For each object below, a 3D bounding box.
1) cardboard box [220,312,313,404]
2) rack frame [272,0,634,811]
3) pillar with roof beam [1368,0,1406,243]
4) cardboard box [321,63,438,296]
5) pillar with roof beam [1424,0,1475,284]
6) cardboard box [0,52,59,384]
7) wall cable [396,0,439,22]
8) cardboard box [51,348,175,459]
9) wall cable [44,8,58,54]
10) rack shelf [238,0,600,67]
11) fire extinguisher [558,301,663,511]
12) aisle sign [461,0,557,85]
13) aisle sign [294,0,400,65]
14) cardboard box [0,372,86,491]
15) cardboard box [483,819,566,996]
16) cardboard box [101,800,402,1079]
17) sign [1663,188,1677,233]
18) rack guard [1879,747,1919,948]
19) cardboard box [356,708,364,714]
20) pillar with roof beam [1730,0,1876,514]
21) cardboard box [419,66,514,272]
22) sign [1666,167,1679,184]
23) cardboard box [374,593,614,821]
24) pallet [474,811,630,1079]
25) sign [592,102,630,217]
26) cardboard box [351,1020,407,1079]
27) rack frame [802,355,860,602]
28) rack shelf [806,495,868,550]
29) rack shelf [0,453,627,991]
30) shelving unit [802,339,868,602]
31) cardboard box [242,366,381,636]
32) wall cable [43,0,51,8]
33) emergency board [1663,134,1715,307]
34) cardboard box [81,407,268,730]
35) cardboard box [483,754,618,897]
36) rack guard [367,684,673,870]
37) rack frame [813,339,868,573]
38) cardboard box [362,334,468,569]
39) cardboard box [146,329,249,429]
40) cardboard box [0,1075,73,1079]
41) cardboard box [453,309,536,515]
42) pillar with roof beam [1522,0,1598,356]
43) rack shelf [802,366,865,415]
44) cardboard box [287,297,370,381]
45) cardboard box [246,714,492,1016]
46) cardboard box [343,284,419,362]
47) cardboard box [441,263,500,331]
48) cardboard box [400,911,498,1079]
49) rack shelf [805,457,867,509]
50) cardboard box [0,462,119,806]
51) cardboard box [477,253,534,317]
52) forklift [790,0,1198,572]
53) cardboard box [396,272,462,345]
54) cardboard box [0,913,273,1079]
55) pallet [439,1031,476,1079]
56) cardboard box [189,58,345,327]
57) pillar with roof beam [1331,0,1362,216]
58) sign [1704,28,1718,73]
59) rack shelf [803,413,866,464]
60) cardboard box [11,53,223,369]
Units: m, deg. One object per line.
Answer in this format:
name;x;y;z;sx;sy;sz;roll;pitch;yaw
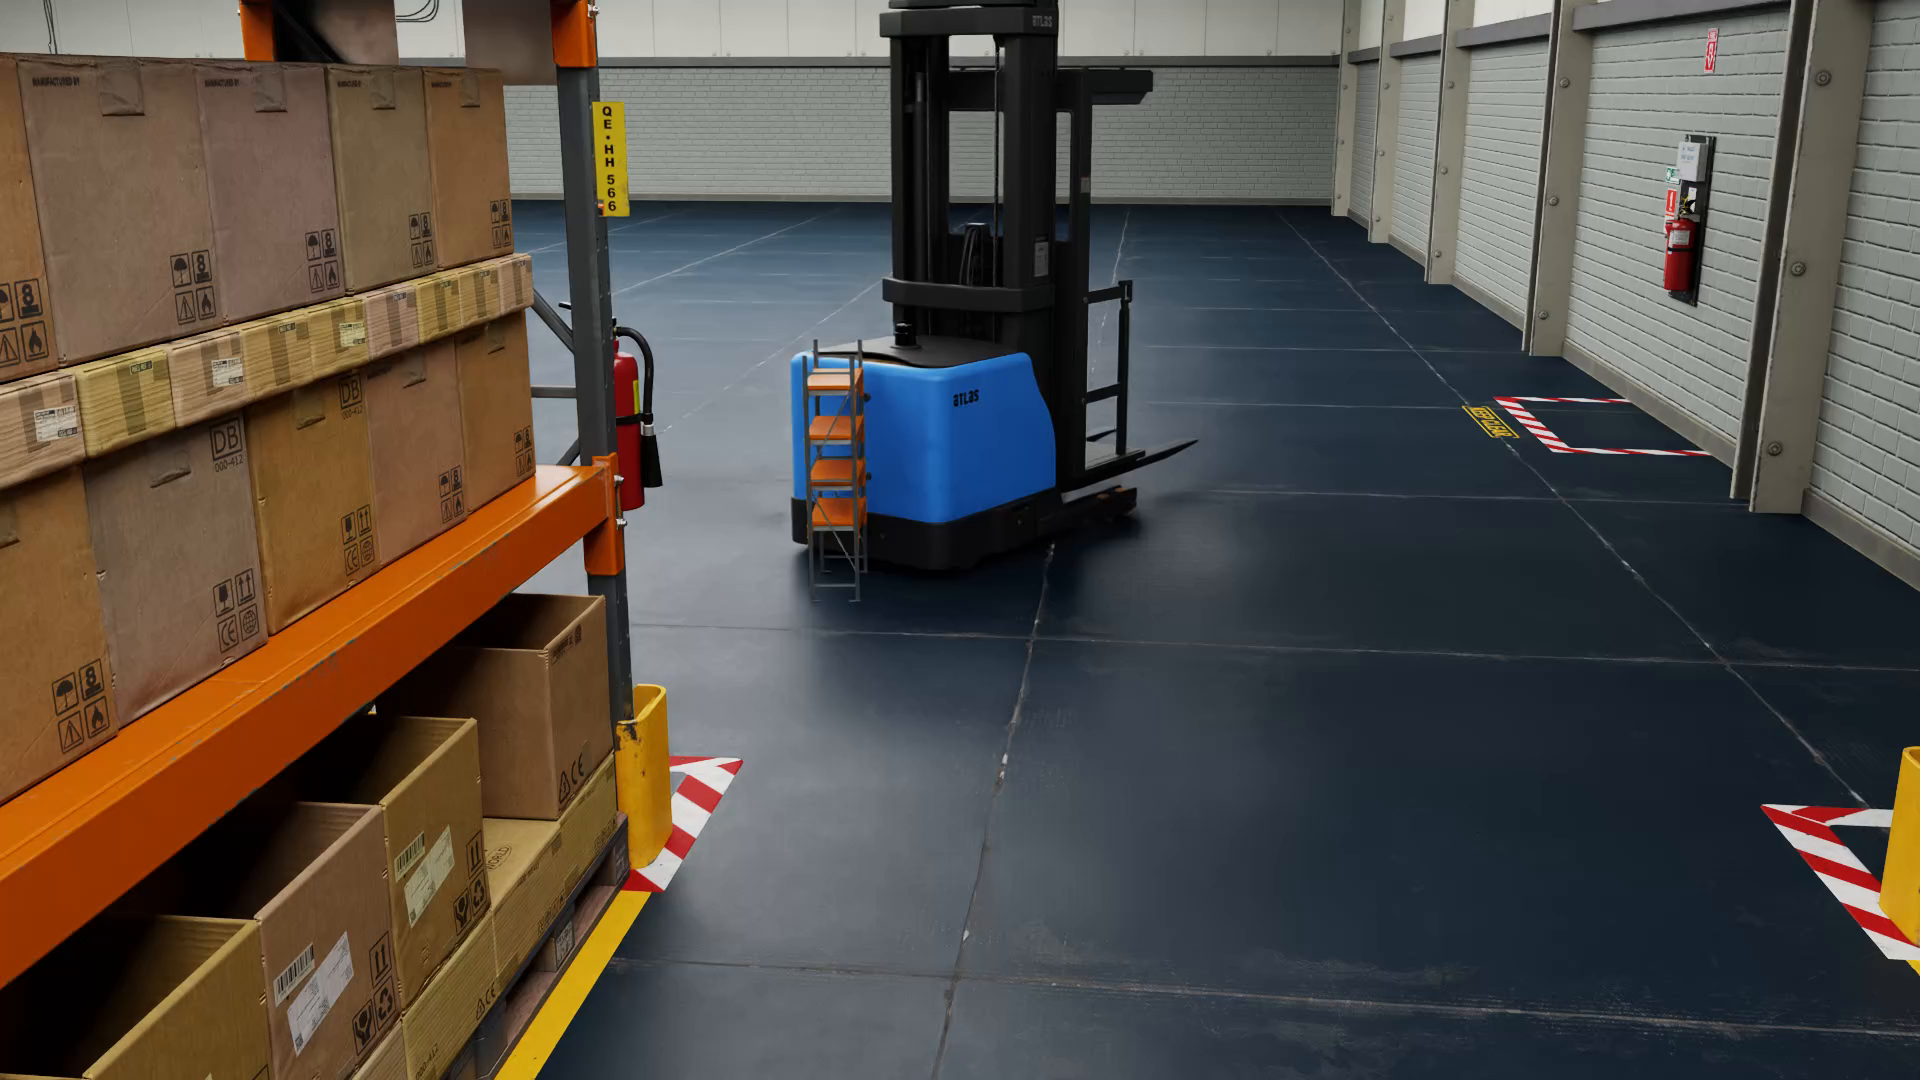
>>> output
cardboard box;-1.554;-0.374;3.364;0.380;0.149;0.250;2;15;8
rack frame;-1.556;-0.453;5.091;1.000;3.000;0.127;2;15;6
pillar with roof beam;2.578;-9.349;26.496;9.100;9.000;0.400;2;15;6
cardboard box;-1.681;-0.857;3.907;0.700;0.500;0.500;1;15;5
pillar with roof beam;1.901;-7.792;20.741;9.100;9.000;0.400;2;15;6
cardboard box;-1.850;-0.466;2.464;0.700;0.500;0.500;2;15;6
wall cable;-12.689;-13.789;36.401;2.305;6.003;0.169;2;15;6
cardboard box;-1.613;-0.243;2.880;0.380;0.149;0.250;2;15;6
wall cable;-22.120;-10.932;38.300;3.097;2.526;0.112;2;15;6
rack shelf;-1.781;-1.035;2.875;1.077;0.370;4.000;2;15;6
fire extinguisher;-1.081;-0.433;5.164;0.296;0.674;0.183;2;15;6
aisle sign;-1.256;-1.716;4.783;0.394;0.787;0.004;2;15;6
aisle sign;-1.852;-1.734;4.848;0.394;0.787;0.004;2;15;6
cardboard box;-1.643;-0.175;2.630;0.380;0.149;0.250;1;15;5
cardboard box;-1.367;0.949;4.368;0.500;0.250;0.500;2;15;6
cardboard box;-1.476;0.847;3.311;0.500;0.500;0.500;2;15;6
sign;5.306;-2.455;12.425;0.001;0.329;0.234;2;15;6
rack guard;3.358;0.918;4.809;1.175;0.500;0.348;2;15;6
cardboard box;-1.892;0.572;4.328;0.500;0.500;0.500;2;15;6
pillar with roof beam;0.547;-4.680;9.231;9.100;9.000;0.400;2;15;6
cardboard box;-1.627;-0.993;4.412;0.700;0.500;0.500;2;15;6
sign;5.297;-2.710;12.353;0.001;0.109;0.331;2;15;6
cardboard box;-1.320;0.457;4.751;0.500;0.500;0.500;2;15;6
pallet;-1.600;1.092;4.717;1.003;0.211;1.213;2;15;6
sign;-1.018;-1.107;4.837;0.100;0.325;0.005;2;15;6
cardboard box;-1.480;1.209;3.409;0.500;0.250;0.500;2;15;6
rack frame;-0.609;-0.280;7.893;0.240;1.200;0.015;0;16;1
rack shelf;-0.602;-0.090;8.200;0.258;0.148;0.480;0;16;1
rack shelf;-1.781;0.413;3.267;1.077;0.370;4.000;2;15;6
shelving unit;-0.604;-0.346;8.128;0.258;1.200;0.503;0;16;1
cardboard box;-1.737;-0.116;3.652;0.700;0.500;0.500;2;15;7
wall cable;-19.432;-13.290;37.346;3.097;2.526;0.112;2;15;6
emergency board;5.141;-2.297;11.911;0.194;1.169;0.643;2;15;6
cardboard box;-1.793;0.021;3.147;0.700;0.500;0.500;2;15;8
cardboard box;-1.322;0.819;4.849;0.500;0.250;0.500;2;15;6
rack guard;-1.553;0.747;5.441;1.175;0.500;0.348;2;15;6
rack frame;-0.599;-0.412;8.363;0.240;1.200;0.015;0;16;1
cardboard box;-1.675;-0.244;4.128;0.700;0.500;0.500;2;15;8
cardboard box;-1.582;-0.307;3.118;0.380;0.149;0.250;1;15;5
cardboard box;-1.595;1.106;2.352;0.500;0.500;0.500;2;15;6
cardboard box;-1.621;-0.381;4.632;0.700;0.500;0.500;2;15;6
pillar with roof beam;1.224;-6.236;14.986;9.100;9.000;0.400;2;15;6
rack shelf;-0.607;-0.724;8.021;0.258;0.148;0.480;0;16;1
cardboard box;-1.526;-0.442;3.617;0.380;0.149;0.250;2;15;8
cardboard box;-1.419;0.717;3.790;0.500;0.500;0.500;2;15;6
cardboard box;-1.497;-0.510;3.869;0.380;0.149;0.250;2;15;7
cardboard box;-1.437;-0.642;4.355;0.380;0.149;0.250;2;15;8
cardboard box;-1.422;1.079;3.888;0.500;0.250;0.500;2;15;6
rack shelf;-0.603;-0.281;8.146;0.258;0.148;0.480;0;16;1
cardboard box;-1.849;0.154;2.655;0.700;0.500;0.500;2;15;7
cardboard box;-1.409;-0.710;4.606;0.380;0.149;0.250;1;15;5
forklift;0.375;-1.582;9.398;1.130;2.935;3.031;11;19;35
cardboard box;-1.466;-0.576;4.110;0.380;0.149;0.250;1;15;5
cardboard box;-1.531;0.976;2.831;0.500;0.500;0.500;2;15;6
pallet;-1.740;1.408;3.550;1.003;0.211;1.213;2;15;6
cardboard box;-1.737;-0.726;3.423;0.700;0.500;0.500;2;15;6
pillar with roof beam;3.255;-10.905;32.251;9.100;9.000;0.400;2;15;6
sign;5.241;-3.415;11.605;0.001;0.298;0.199;2;15;6
rack shelf;-0.605;-0.496;8.085;0.258;0.148;0.480;0;16;1
cardboard box;-1.793;-0.596;2.943;0.700;0.500;0.500;2;15;6
